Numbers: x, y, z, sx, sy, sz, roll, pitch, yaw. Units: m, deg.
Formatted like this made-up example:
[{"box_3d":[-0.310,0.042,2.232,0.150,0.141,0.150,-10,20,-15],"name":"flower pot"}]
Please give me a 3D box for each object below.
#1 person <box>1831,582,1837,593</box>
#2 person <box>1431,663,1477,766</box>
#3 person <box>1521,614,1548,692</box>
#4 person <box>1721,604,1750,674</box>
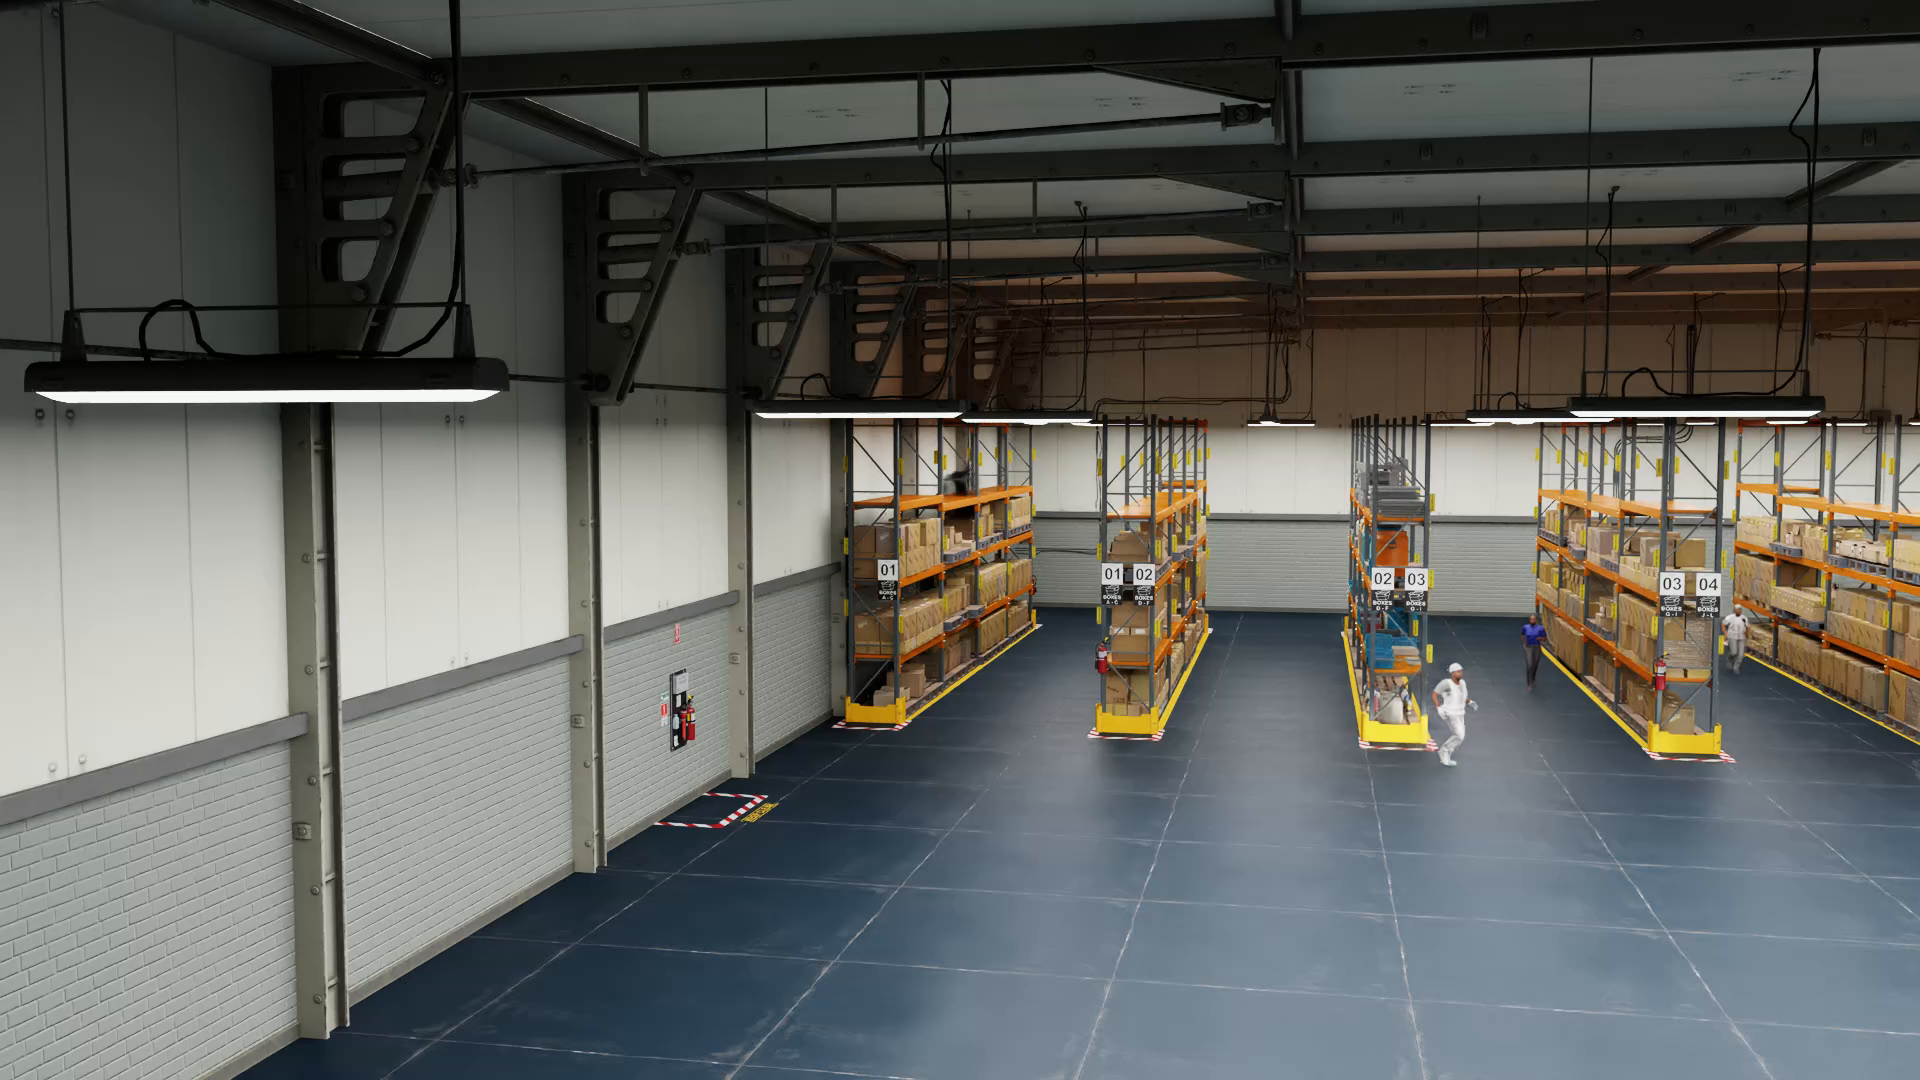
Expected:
[{"box_3d":[23.489,1.932,44.833,0.621,1.628,0.588,1,4,20],"name":"person"},{"box_3d":[8.425,2.961,28.185,0.685,1.743,0.604,-3,5,-40],"name":"person"},{"box_3d":[12.616,2.479,36.542,0.553,1.700,0.782,1,4,15],"name":"person"},{"box_3d":[18.201,2.322,38.945,0.605,1.628,0.536,1,4,9],"name":"person"}]
